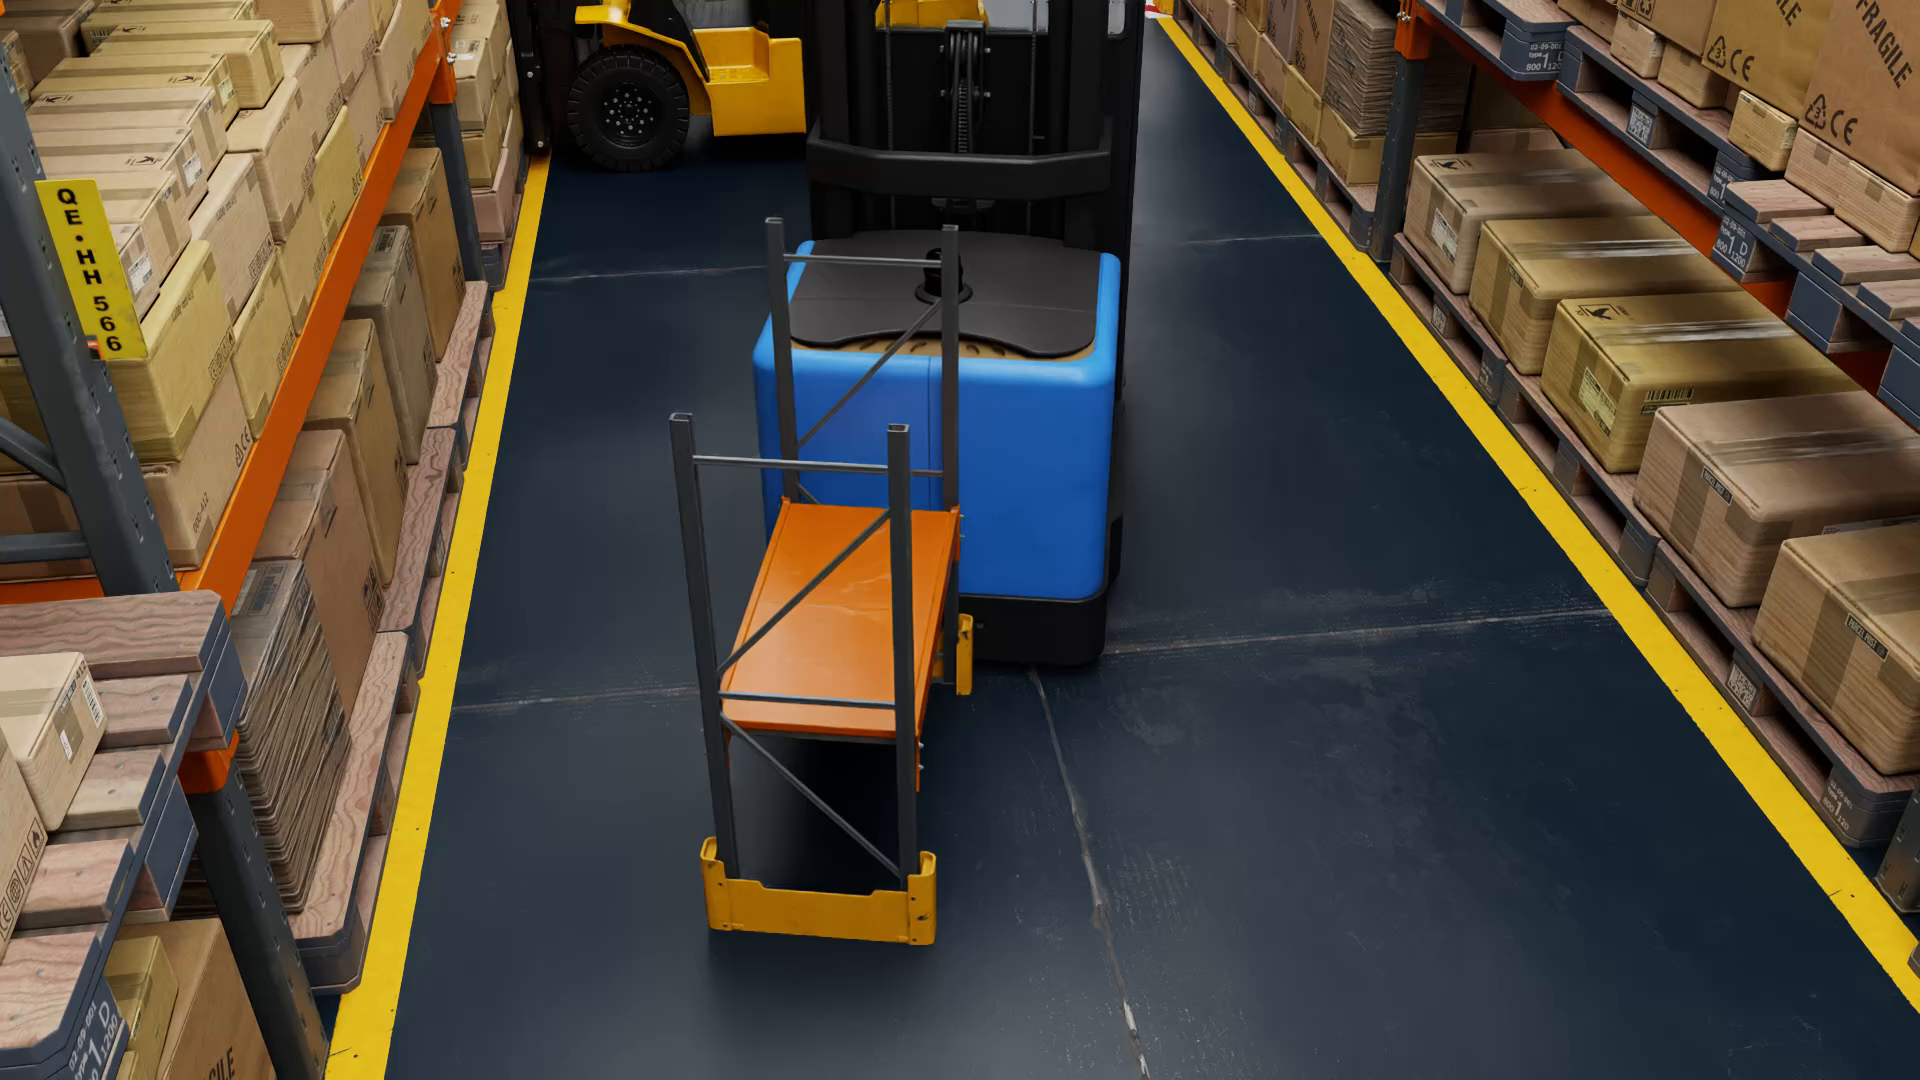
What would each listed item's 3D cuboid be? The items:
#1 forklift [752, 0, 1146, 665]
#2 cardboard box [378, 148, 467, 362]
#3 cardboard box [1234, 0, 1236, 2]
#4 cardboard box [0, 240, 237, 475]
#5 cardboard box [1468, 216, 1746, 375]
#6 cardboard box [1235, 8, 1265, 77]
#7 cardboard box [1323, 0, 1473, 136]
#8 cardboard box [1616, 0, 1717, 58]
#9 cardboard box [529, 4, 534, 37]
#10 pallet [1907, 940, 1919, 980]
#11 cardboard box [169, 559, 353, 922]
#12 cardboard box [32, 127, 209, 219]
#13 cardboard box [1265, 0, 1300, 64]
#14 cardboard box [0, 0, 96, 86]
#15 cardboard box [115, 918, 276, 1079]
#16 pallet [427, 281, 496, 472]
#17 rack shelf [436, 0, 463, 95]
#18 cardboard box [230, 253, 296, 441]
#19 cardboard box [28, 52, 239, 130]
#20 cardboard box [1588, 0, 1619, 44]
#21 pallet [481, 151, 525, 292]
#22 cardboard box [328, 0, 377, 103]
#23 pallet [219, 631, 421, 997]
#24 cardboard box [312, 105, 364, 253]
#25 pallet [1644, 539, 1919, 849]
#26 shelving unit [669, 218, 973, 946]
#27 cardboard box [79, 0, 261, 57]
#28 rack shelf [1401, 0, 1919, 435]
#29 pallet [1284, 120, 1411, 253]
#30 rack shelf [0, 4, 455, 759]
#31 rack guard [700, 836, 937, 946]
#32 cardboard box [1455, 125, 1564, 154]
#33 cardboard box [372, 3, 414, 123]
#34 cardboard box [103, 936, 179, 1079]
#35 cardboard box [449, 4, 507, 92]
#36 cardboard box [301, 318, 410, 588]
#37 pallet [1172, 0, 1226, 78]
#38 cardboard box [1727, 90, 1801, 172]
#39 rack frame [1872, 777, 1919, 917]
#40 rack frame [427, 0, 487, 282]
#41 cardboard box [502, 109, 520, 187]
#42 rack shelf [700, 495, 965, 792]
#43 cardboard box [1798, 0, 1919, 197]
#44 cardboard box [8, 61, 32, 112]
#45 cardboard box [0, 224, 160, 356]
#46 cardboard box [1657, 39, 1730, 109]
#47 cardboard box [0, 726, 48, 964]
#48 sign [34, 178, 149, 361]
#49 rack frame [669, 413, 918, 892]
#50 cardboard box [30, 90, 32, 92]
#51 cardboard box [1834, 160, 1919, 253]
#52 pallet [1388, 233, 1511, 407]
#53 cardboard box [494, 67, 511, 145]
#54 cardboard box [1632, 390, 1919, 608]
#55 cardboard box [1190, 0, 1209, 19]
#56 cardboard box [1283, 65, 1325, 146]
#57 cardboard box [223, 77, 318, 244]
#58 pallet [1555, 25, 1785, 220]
[{"bbox_3d":[0.063,-1.642,5.557,1.130,2.935,3.031,3,34,5],"label":"forklift"},{"bbox_3d":[-2.448,-1.091,6.423,0.875,0.625,0.625,-3,34,-4],"label":"cardboard box"},{"bbox_3d":[1.763,-3.370,9.435,0.500,0.500,0.500,-6,35,-8],"label":"cardboard box"},{"bbox_3d":[-1.785,-0.369,3.318,0.500,0.250,0.500,-4,35,-6],"label":"cardboard box"},{"bbox_3d":[2.561,-0.961,6.457,0.950,0.372,0.625,-2,34,-3],"label":"cardboard box"},{"bbox_3d":[1.832,-2.776,9.229,0.500,0.250,0.500,-2,34,-3],"label":"cardboard box"},{"bbox_3d":[2.043,-2.224,7.752,0.500,0.500,0.500,-5,35,-7],"label":"cardboard box"},{"bbox_3d":[2.368,-1.779,4.971,0.500,0.500,0.500,-6,35,-8],"label":"cardboard box"},{"bbox_3d":[-2.545,-2.850,8.893,0.500,0.250,0.500,-5,35,-7],"label":"cardboard box"},{"bbox_3d":[2.958,1.263,3.709,1.003,0.211,1.213,-4,35,-6],"label":"pallet"},{"bbox_3d":[-2.062,0.502,4.086,0.875,0.625,0.625,-3,34,-5],"label":"cardboard box"},{"bbox_3d":[-1.840,-0.757,3.532,0.380,0.149,0.250,-3,34,-5],"label":"cardboard box"},{"bbox_3d":[1.903,-2.792,8.586,0.500,0.500,0.500,-3,34,-4],"label":"cardboard box"},{"bbox_3d":[-2.462,-1.288,4.311,0.380,0.149,0.250,-3,34,-5],"label":"cardboard box"},{"bbox_3d":[-1.722,1.122,3.286,0.500,0.500,0.500,-3,34,-5],"label":"cardboard box"},{"bbox_3d":[-2.392,-0.628,6.485,1.003,0.211,1.213,-4,35,-6],"label":"pallet"},{"bbox_3d":[-2.799,-3.008,8.139,1.077,0.370,4.000,-4,35,-6],"label":"rack shelf"},{"bbox_3d":[-1.872,-0.442,3.868,0.500,0.250,0.500,-5,35,-7],"label":"cardboard box"},{"bbox_3d":[-1.951,-1.039,3.947,0.380,0.149,0.250,-4,34,-6],"label":"cardboard box"},{"bbox_3d":[2.313,-1.727,5.471,0.380,0.149,0.250,-4,34,-6],"label":"cardboard box"},{"bbox_3d":[-2.595,-1.484,7.739,1.003,0.211,1.213,-4,35,-6],"label":"pallet"},{"bbox_3d":[-2.071,-1.507,4.986,0.500,0.250,0.500,-4,34,-5],"label":"cardboard box"},{"bbox_3d":[-2.064,0.733,4.487,1.003,0.211,1.213,-4,35,-6],"label":"pallet"},{"bbox_3d":[-2.016,-1.018,4.714,0.500,0.250,0.500,-3,34,-5],"label":"cardboard box"},{"bbox_3d":[2.823,0.381,5.003,1.003,0.211,1.213,-4,35,-6],"label":"pallet"},{"bbox_3d":[-0.305,0.096,4.277,0.587,1.500,1.083,3,34,5],"label":"shelving unit"},{"bbox_3d":[-2.058,-1.323,4.364,0.380,0.149,0.250,-4,35,-6],"label":"cardboard box"},{"bbox_3d":[2.657,-1.153,5.418,1.077,0.370,4.000,-4,35,-6],"label":"rack shelf"},{"bbox_3d":[2.263,-1.787,8.184,1.003,0.211,1.213,-4,35,-6],"label":"pallet"},{"bbox_3d":[-2.261,-0.775,4.863,1.077,0.370,4.000,-4,35,-6],"label":"rack shelf"},{"bbox_3d":[-0.355,0.892,4.220,0.587,0.250,0.087,3,34,5],"label":"rack guard"},{"bbox_3d":[2.577,-1.954,8.022,0.500,0.250,0.500,-6,35,-9],"label":"cardboard box"},{"bbox_3d":[-2.130,-1.585,5.546,0.500,0.250,0.500,-5,35,-7],"label":"cardboard box"},{"bbox_3d":[-1.674,0.891,3.050,0.380,0.149,0.250,-6,35,-9],"label":"cardboard box"},{"bbox_3d":[-2.343,-2.219,7.524,0.500,0.250,0.500,-4,35,-6],"label":"cardboard box"},{"bbox_3d":[-2.249,-0.238,5.171,0.875,0.625,0.625,-6,35,-8],"label":"cardboard box"},{"bbox_3d":[1.935,-3.148,10.182,1.003,0.211,1.213,-4,35,-6],"label":"pallet"},{"bbox_3d":[2.386,-1.144,4.616,0.380,0.149,0.250,-4,34,-6],"label":"cardboard box"},{"bbox_3d":[2.926,-0.335,3.578,1.000,3.000,0.127,-4,35,-6],"label":"rack frame"},{"bbox_3d":[-2.530,-2.189,6.298,1.000,3.000,0.127,-4,35,-6],"label":"rack frame"},{"bbox_3d":[-2.350,-1.803,7.801,0.500,0.250,0.500,-5,35,-7],"label":"cardboard box"},{"bbox_3d":[-0.304,0.240,4.386,0.538,0.185,1.000,3,34,5],"label":"rack shelf"},{"bbox_3d":[2.509,-1.193,4.111,0.500,0.500,0.500,-5,35,-7],"label":"cardboard box"},{"bbox_3d":[-2.417,-1.002,3.892,0.380,0.149,0.250,-5,35,-7],"label":"cardboard box"},{"bbox_3d":[-1.743,-0.466,3.106,0.380,0.149,0.250,-3,34,-5],"label":"cardboard box"},{"bbox_3d":[2.362,-1.428,5.032,0.380,0.149,0.250,-5,35,-8],"label":"cardboard box"},{"bbox_3d":[-1.529,0.496,2.119,0.500,0.250,0.500,-6,35,-9],"label":"cardboard box"},{"bbox_3d":[-1.455,-0.449,2.787,0.100,0.325,0.005,-4,35,-6],"label":"sign"},{"bbox_3d":[-0.355,0.376,3.867,0.500,1.500,0.032,3,34,5],"label":"rack frame"},{"bbox_3d":[-2.463,-0.896,4.090,0.500,0.250,0.500,-5,35,-7],"label":"cardboard box"},{"bbox_3d":[2.463,-0.851,4.185,0.380,0.149,0.250,-5,35,-7],"label":"cardboard box"},{"bbox_3d":[2.495,-0.980,7.001,1.003,0.211,1.213,-4,35,-6],"label":"pallet"},{"bbox_3d":[-2.359,-2.007,7.656,0.500,0.250,0.500,-5,35,-7],"label":"cardboard box"},{"bbox_3d":[2.753,-0.150,5.266,0.950,0.372,0.625,-5,35,-7],"label":"cardboard box"},{"bbox_3d":[1.685,-3.365,10.093,0.500,0.250,0.500,-5,35,-7],"label":"cardboard box"},{"bbox_3d":[1.961,-2.210,8.398,0.500,0.250,0.500,-5,35,-8],"label":"cardboard box"},{"bbox_3d":[-1.928,-0.940,4.155,0.500,0.250,0.500,-5,35,-8],"label":"cardboard box"},{"bbox_3d":[2.620,-1.357,5.248,1.003,0.211,1.213,-4,35,-6],"label":"pallet"}]
